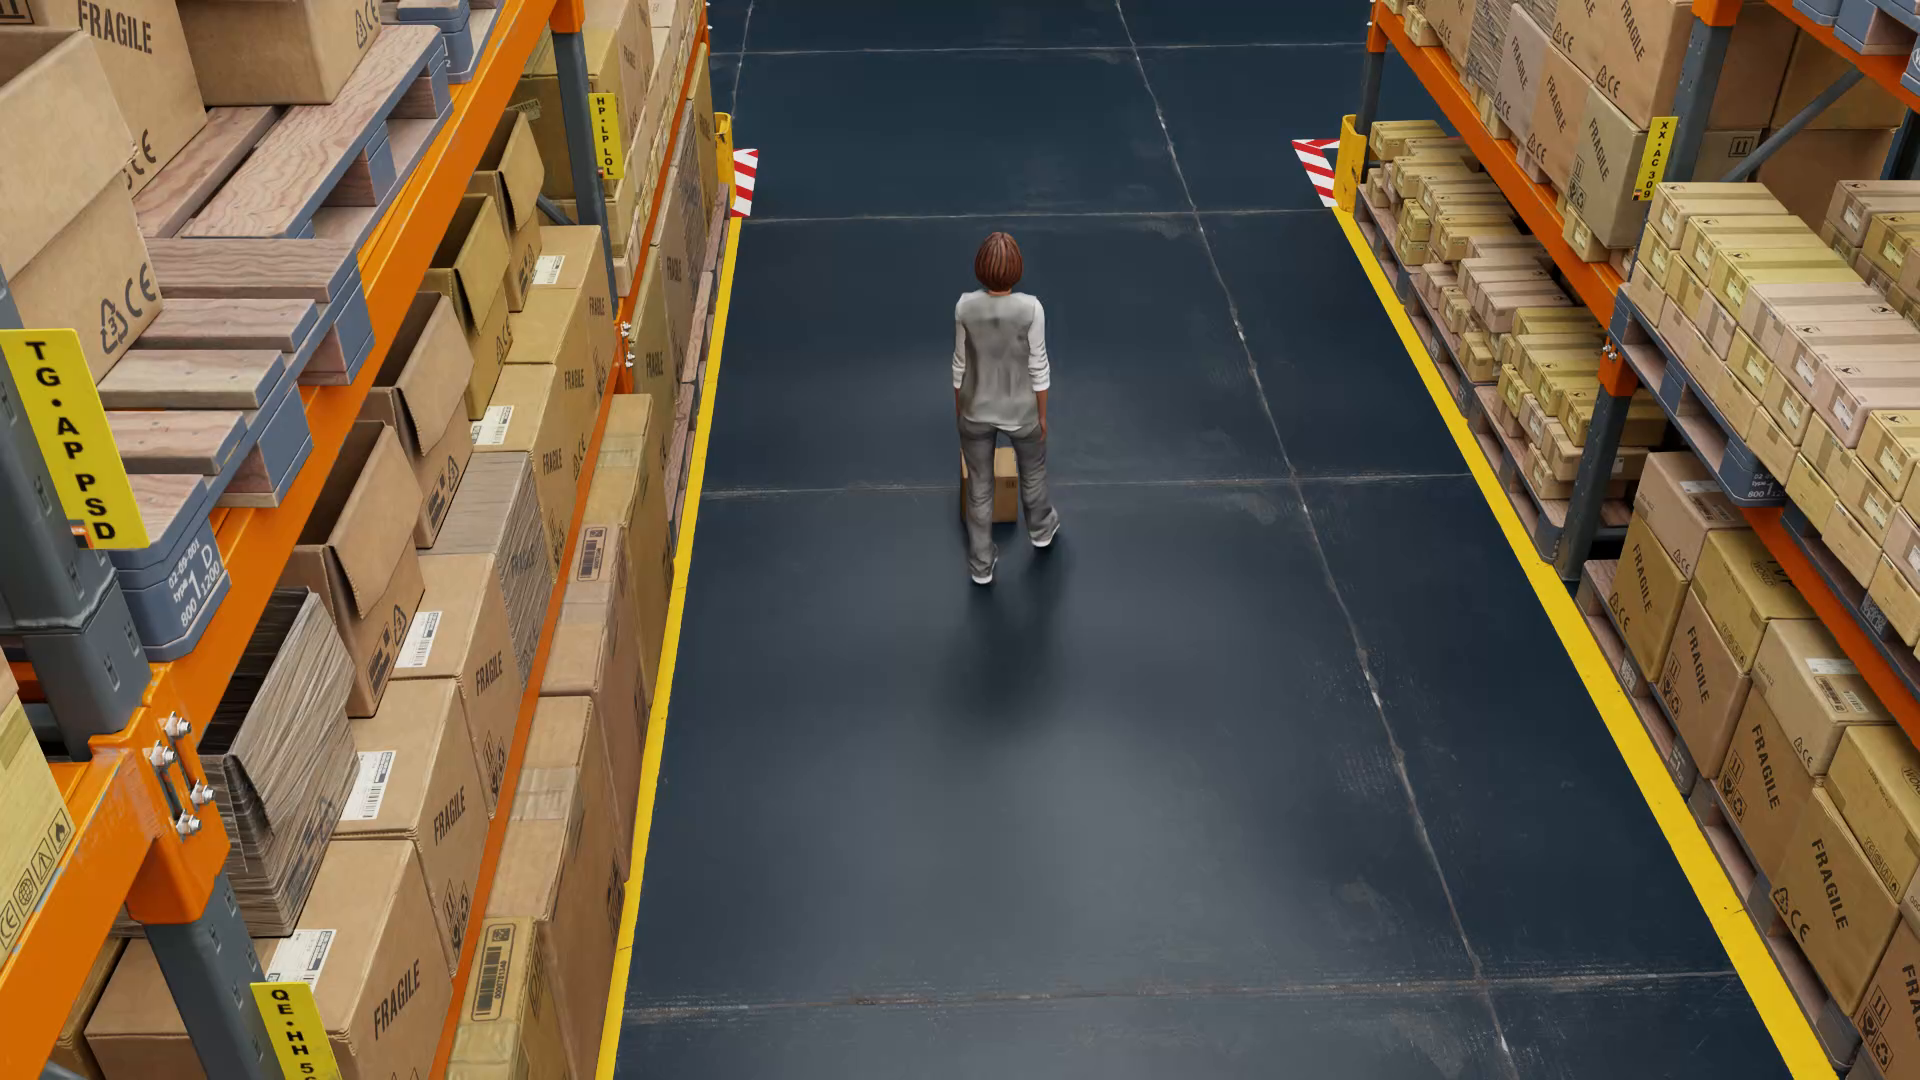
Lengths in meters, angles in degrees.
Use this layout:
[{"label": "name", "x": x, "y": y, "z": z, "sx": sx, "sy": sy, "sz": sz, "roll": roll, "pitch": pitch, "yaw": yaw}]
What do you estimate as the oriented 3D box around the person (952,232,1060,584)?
[{"label": "person", "x": 0.203, "y": -0.584, "z": 6.962, "sx": 0.456, "sy": 1.581, "sz": 0.572, "roll": 4, "pitch": 36, "yaw": 5}]
